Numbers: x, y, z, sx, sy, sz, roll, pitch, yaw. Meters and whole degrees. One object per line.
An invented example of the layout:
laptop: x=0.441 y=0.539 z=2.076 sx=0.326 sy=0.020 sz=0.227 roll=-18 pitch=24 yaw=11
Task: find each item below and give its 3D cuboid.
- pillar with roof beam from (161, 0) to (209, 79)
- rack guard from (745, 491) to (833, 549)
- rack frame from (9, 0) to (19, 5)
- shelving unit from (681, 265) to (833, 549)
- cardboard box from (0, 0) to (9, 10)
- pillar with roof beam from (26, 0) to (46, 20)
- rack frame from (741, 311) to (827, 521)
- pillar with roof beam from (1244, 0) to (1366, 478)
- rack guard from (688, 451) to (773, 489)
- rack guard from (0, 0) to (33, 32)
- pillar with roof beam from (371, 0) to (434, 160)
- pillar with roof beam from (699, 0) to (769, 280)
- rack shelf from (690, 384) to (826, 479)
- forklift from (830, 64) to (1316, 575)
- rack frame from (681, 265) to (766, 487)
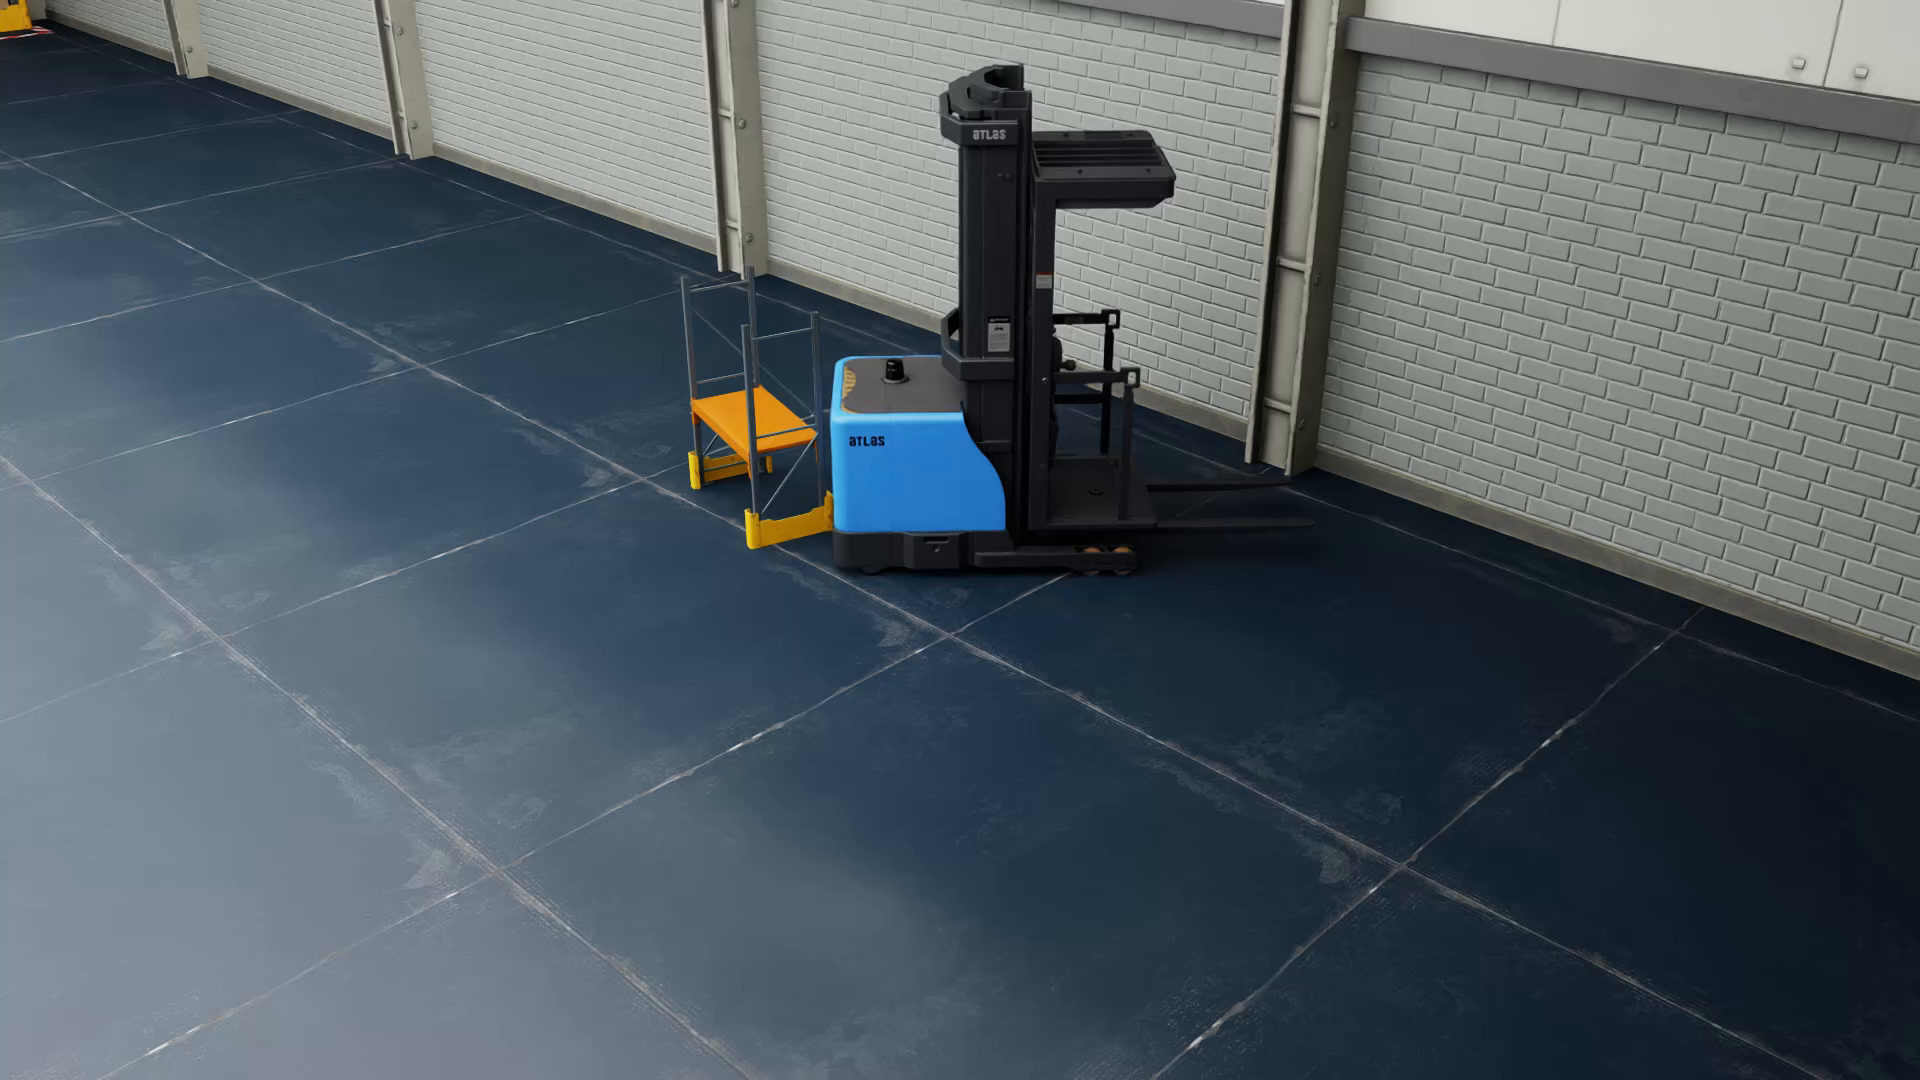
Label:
pillar with roof beam: x=-13.588 y=-8.974 z=18.142 sx=0.400 sy=9.000 sz=9.100 roll=25 pitch=36 yaw=38
rack guard: x=-1.097 y=-0.131 z=10.725 sx=0.587 sy=0.250 sz=0.087 roll=-15 pitch=31 yaw=-26
rack frame: x=-14.984 y=-9.179 z=24.977 sx=0.127 sy=3.000 sz=1.000 roll=25 pitch=36 yaw=38
shelving unit: x=-1.339 y=-0.887 z=10.819 sx=0.587 sy=1.500 sz=1.083 roll=-15 pitch=31 yaw=-26
cardboard box: x=-15.197 y=-8.373 z=25.948 sx=0.500 sy=0.250 sz=0.500 roll=25 pitch=37 yaw=39
pillar with roof beam: x=-17.867 y=-10.932 z=21.865 sx=0.400 sy=9.000 sz=9.100 roll=25 pitch=36 yaw=38
rack frame: x=-1.088 y=-0.677 z=10.419 sx=0.500 sy=1.500 sz=0.032 roll=-15 pitch=31 yaw=-26
pillar with roof beam: x=-0.753 y=-3.101 z=6.972 sx=0.400 sy=9.000 sz=9.100 roll=25 pitch=36 yaw=38
rack guard: x=-1.582 y=-0.536 z=11.495 sx=0.587 sy=0.250 sz=0.087 roll=-15 pitch=31 yaw=-26
rack guard: x=-14.967 y=-8.065 z=25.544 sx=0.348 sy=0.500 sz=1.175 roll=25 pitch=36 yaw=38
pillar with roof beam: x=-9.310 y=-7.017 z=14.418 sx=0.400 sy=9.000 sz=9.100 roll=25 pitch=36 yaw=38
pillar with roof beam: x=-5.031 y=-5.059 z=10.695 sx=0.400 sy=9.000 sz=9.100 roll=25 pitch=36 yaw=38
rack shelf: x=-1.335 y=-0.724 z=10.896 sx=0.538 sy=0.185 sz=1.000 roll=-15 pitch=31 yaw=-26
forklift: x=0.713 y=-1.329 z=10.121 sx=3.031 sy=2.935 sz=1.130 roll=-1 pitch=28 yaw=-2
rack frame: x=-1.582 y=-1.090 z=11.205 sx=0.500 sy=1.500 sz=0.032 roll=-15 pitch=31 yaw=-26
